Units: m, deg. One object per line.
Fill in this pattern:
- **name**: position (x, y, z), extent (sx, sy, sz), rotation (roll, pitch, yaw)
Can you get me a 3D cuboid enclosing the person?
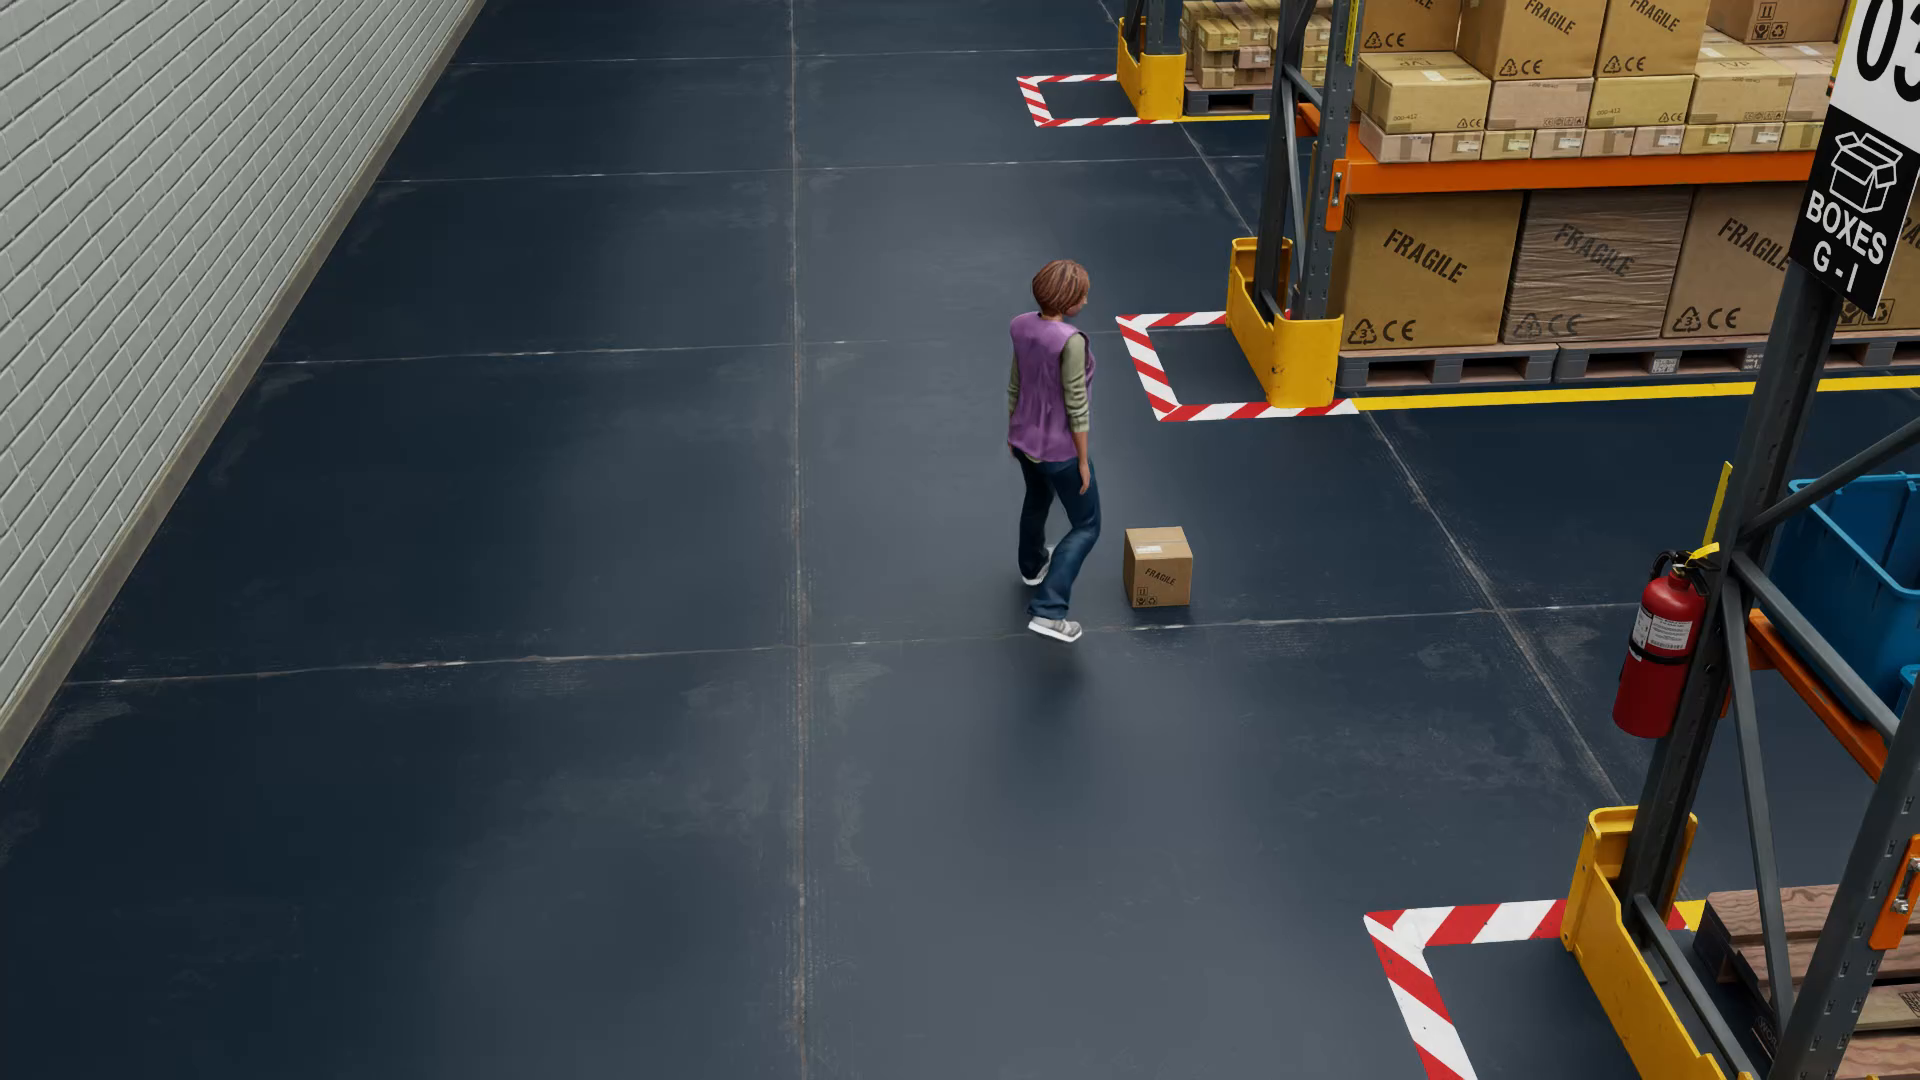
- **person**: position (0.378, -0.367, 6.748), extent (0.632, 1.560, 0.622), rotation (-24, 39, -33)
